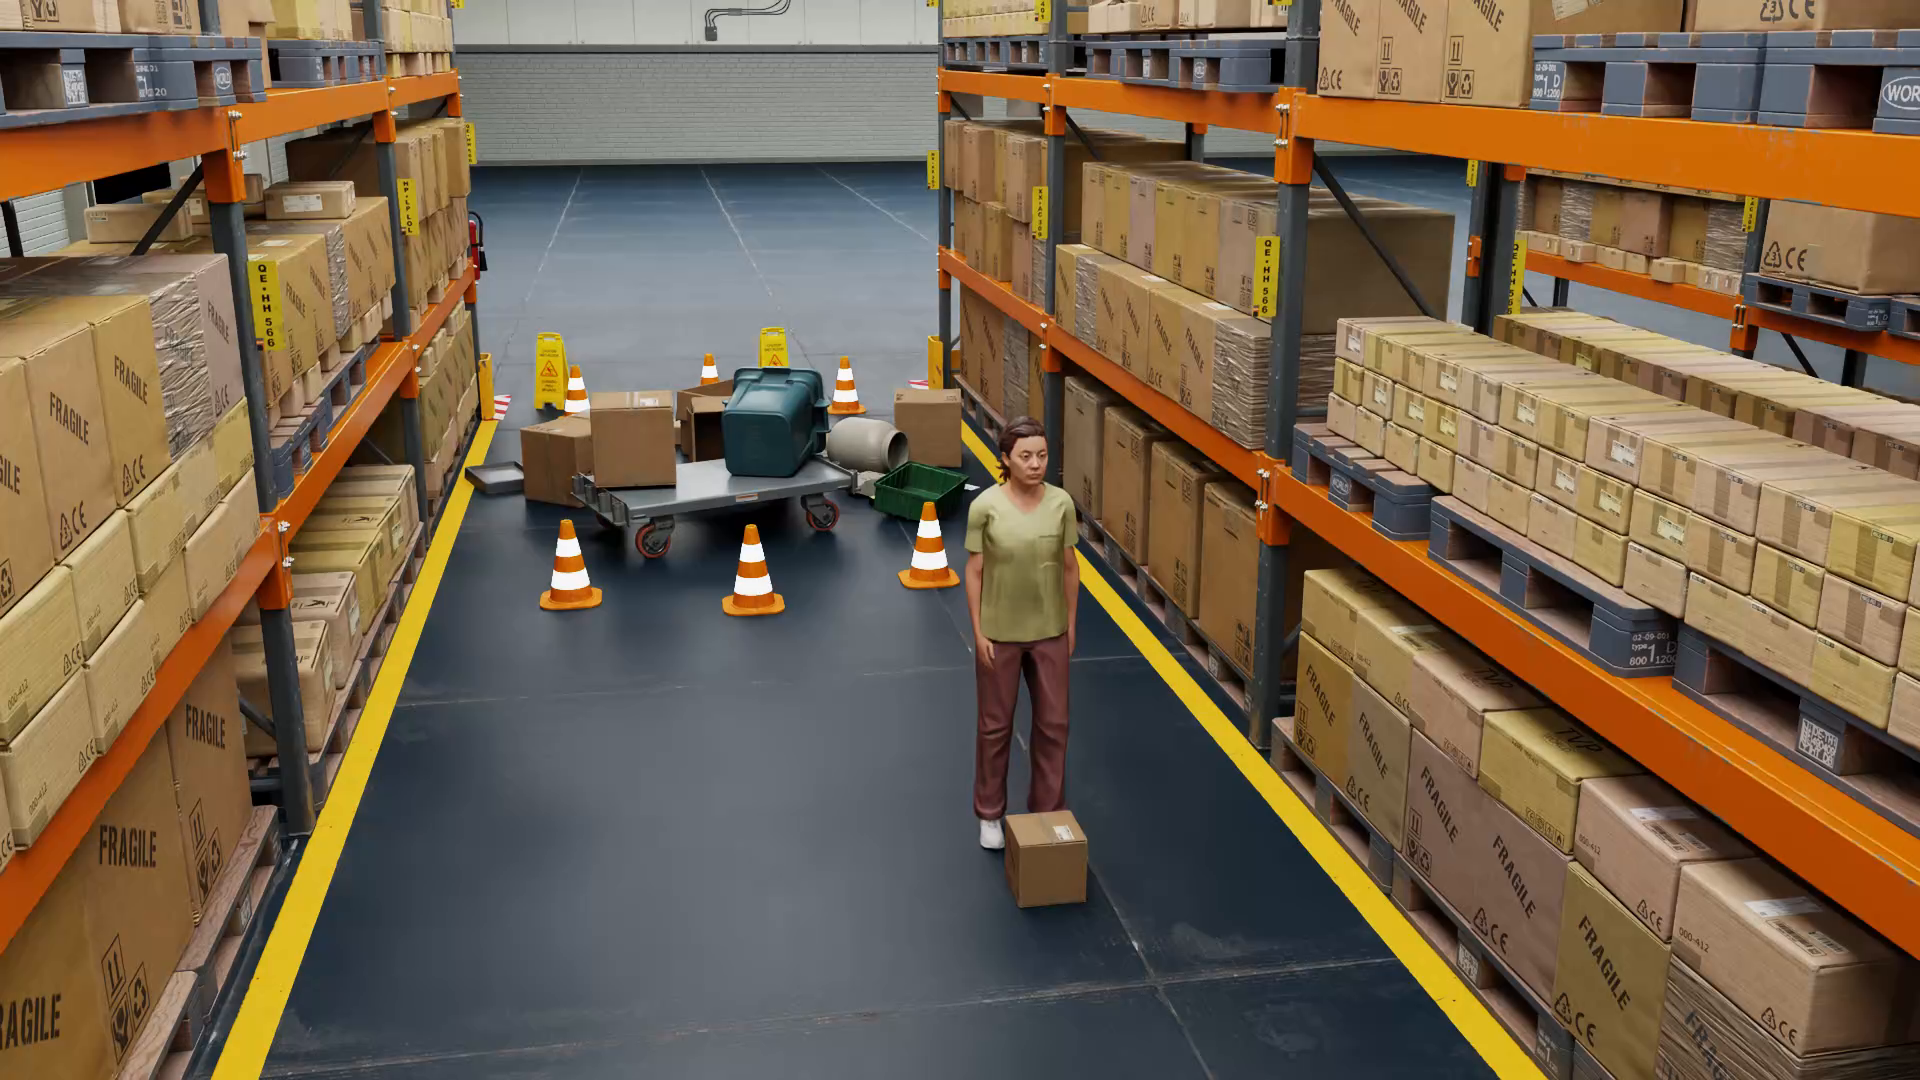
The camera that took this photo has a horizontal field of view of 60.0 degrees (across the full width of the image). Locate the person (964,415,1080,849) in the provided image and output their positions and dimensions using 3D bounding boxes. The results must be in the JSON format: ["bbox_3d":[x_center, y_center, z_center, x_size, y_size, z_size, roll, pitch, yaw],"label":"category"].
[{"bbox_3d":[0.244,0.360,6.333,0.449,1.674,0.399,-3,17,-9],"label":"person"}]
